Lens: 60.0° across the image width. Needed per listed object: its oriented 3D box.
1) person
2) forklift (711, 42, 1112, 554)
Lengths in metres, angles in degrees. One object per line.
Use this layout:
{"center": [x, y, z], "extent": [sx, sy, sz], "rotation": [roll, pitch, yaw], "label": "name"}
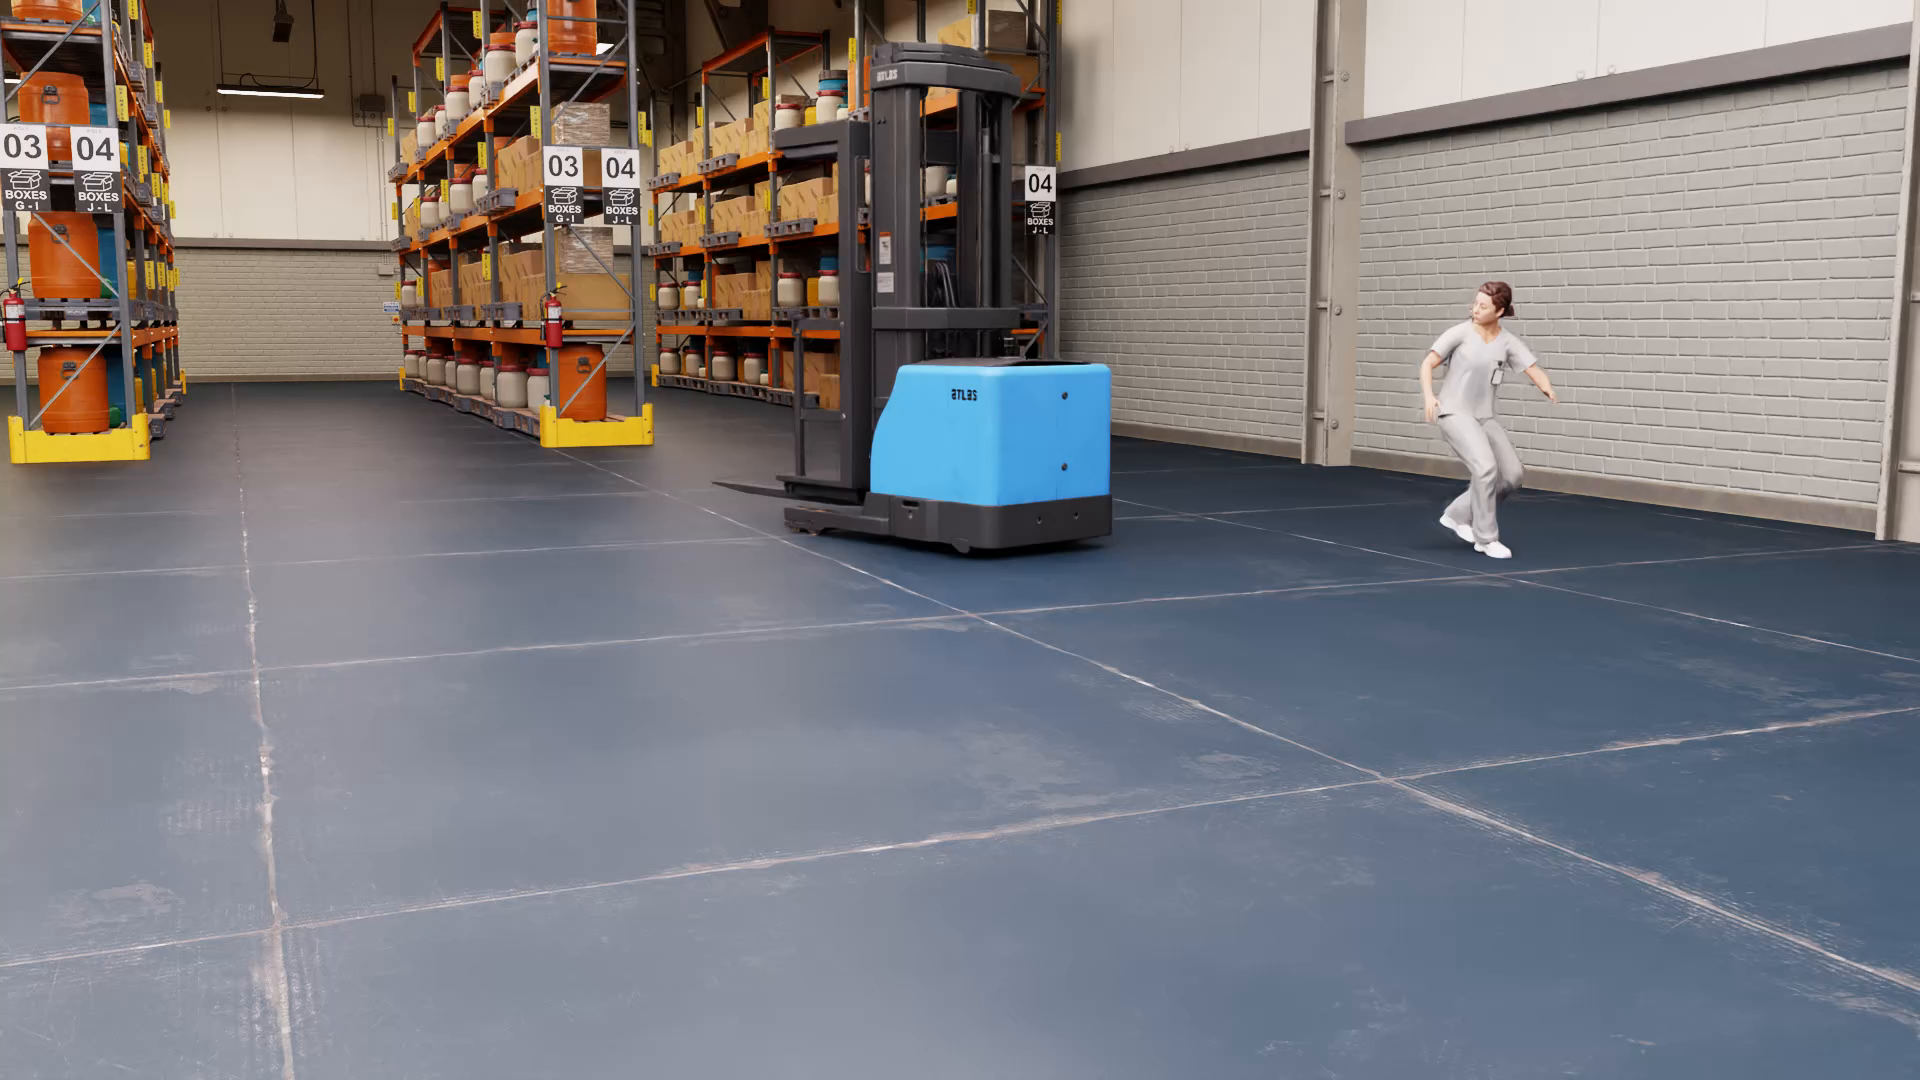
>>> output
{"center": [2.965, -0.688, 9.457], "extent": [0.753, 1.551, 0.764], "rotation": [-3, 8, -19], "label": "person"}
{"center": [-0.463, -1.519, 10.461], "extent": [1.130, 2.935, 3.031], "rotation": [-7, 10, -42], "label": "forklift"}
